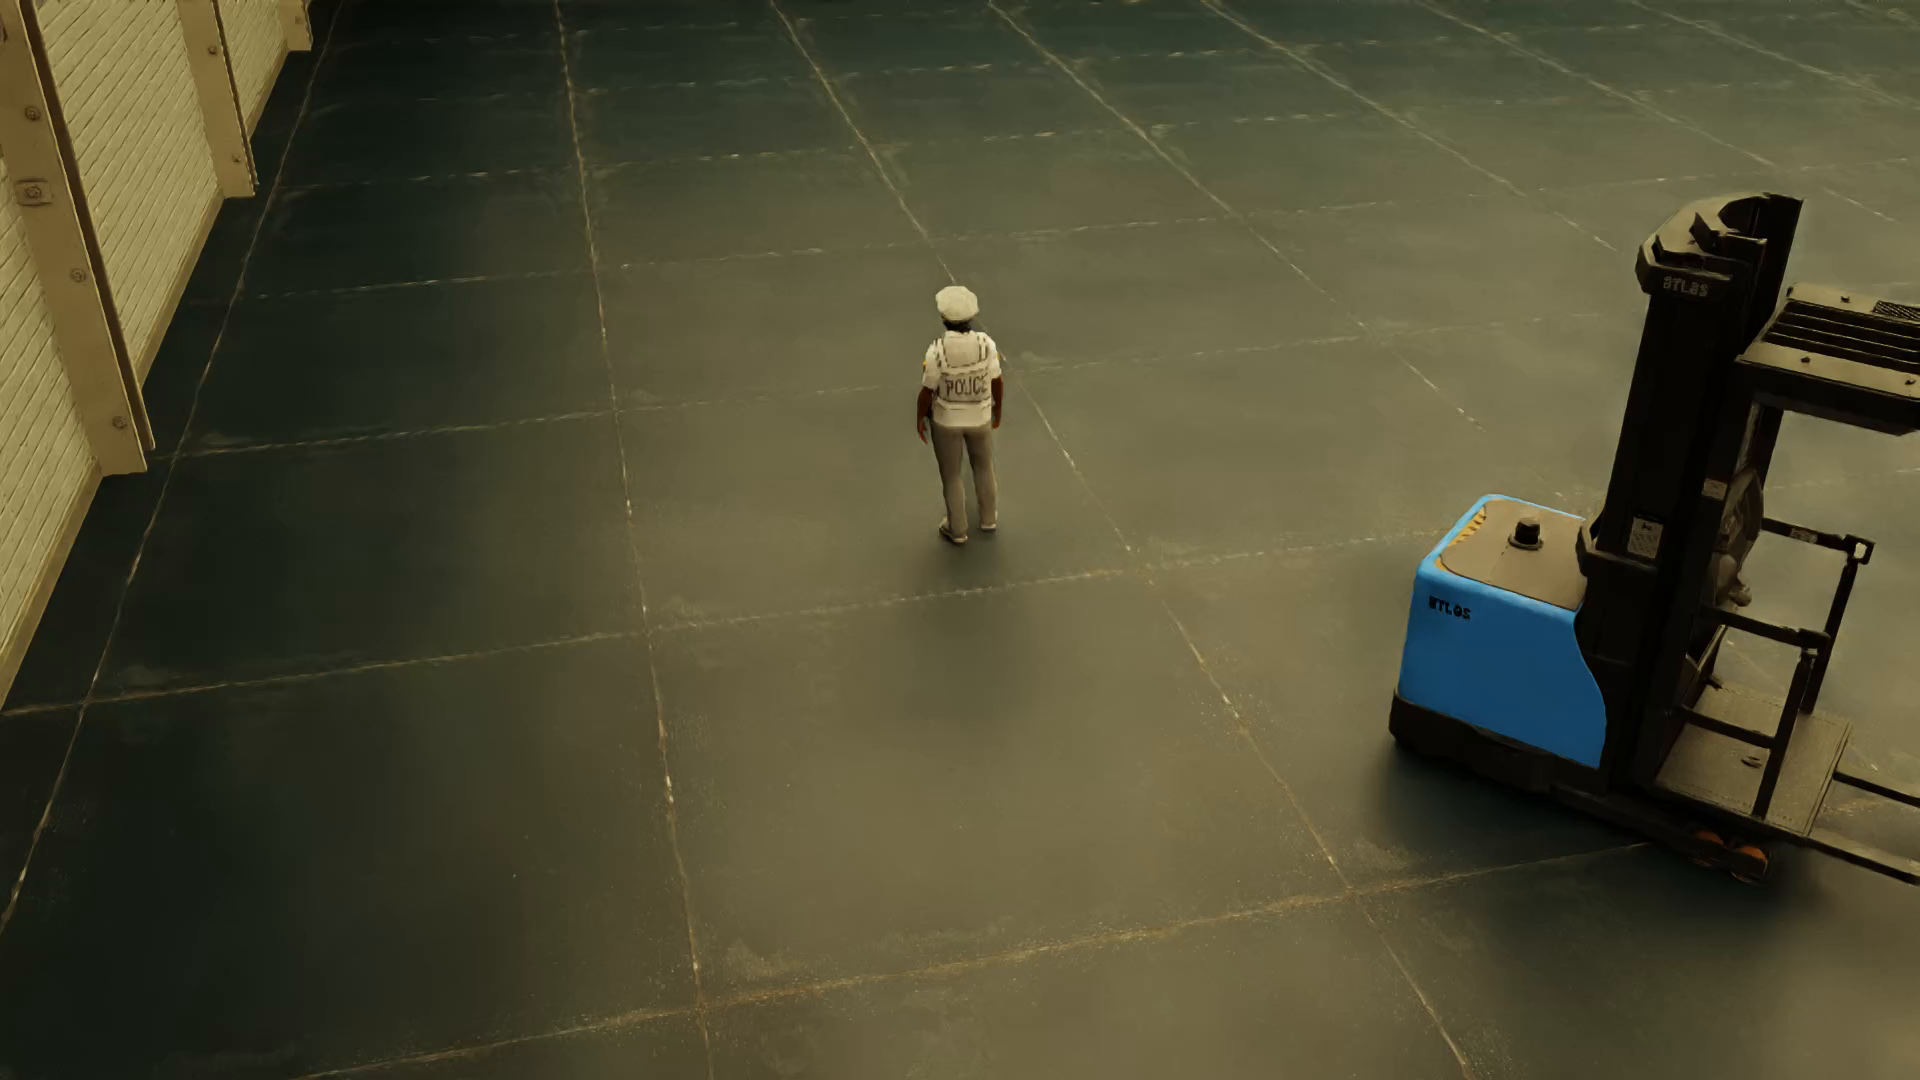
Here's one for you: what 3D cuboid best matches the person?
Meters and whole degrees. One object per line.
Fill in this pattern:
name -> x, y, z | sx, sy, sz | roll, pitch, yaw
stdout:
person -> 0.002, -0.779, 10.139 | 0.570, 1.695, 0.529 | -7, 31, -12

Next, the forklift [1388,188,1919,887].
forklift -> 3.727, 0.020, 7.540 | 3.031, 2.935, 1.130 | 20, 35, 30
